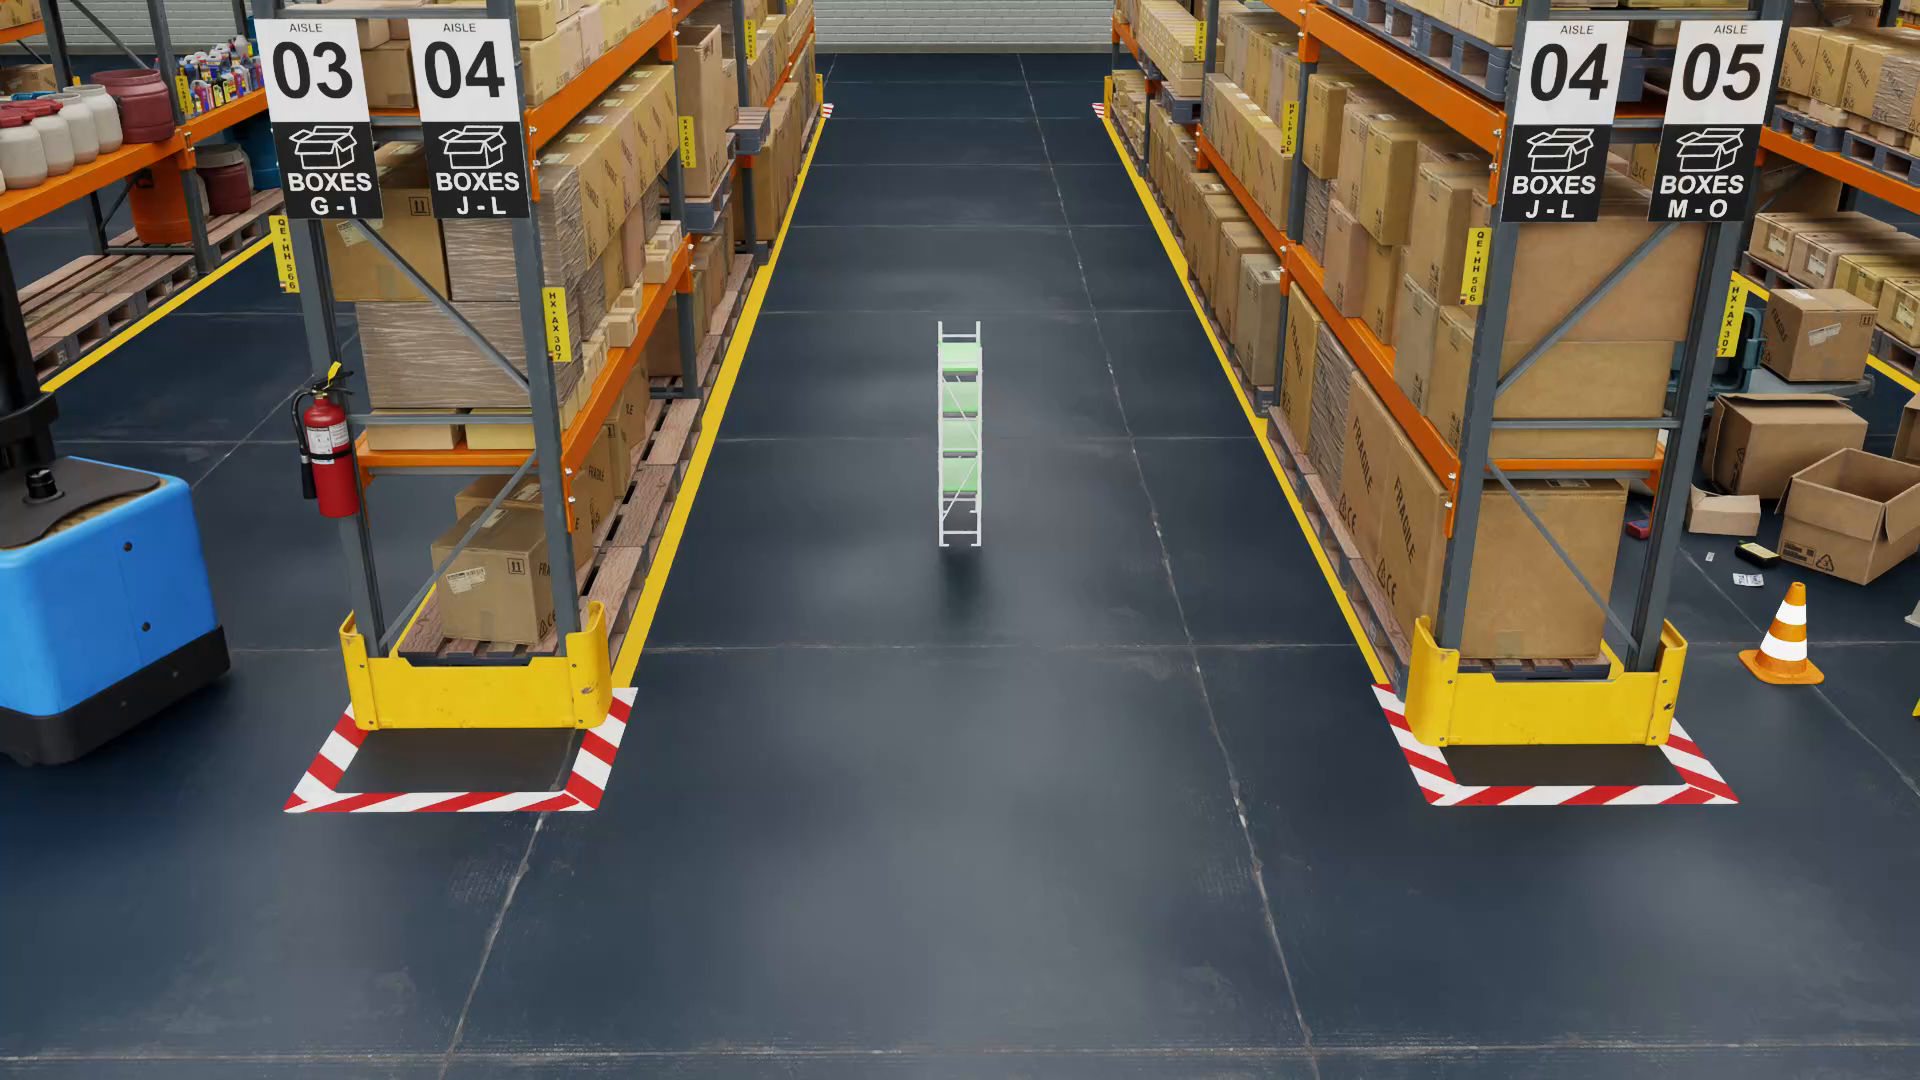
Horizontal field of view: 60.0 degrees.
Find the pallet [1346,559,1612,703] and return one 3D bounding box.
[{"bbox_3d":[2.610,0.441,8.519,1.003,0.211,1.213,0,24,-1],"label":"pallet"}]

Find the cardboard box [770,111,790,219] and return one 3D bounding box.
[{"bbox_3d":[-2.340,-3.691,16.340,1.225,0.875,0.875,0,24,0],"label":"cardboard box"}]

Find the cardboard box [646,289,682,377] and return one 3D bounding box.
[{"bbox_3d":[-2.293,-1.483,11.888,0.700,0.500,0.500,-2,24,-5],"label":"cardboard box"}]

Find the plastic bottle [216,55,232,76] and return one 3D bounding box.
[{"bbox_3d":[-7.149,-4.532,16.191,0.144,0.351,0.185,0,24,-1],"label":"plastic bottle"}]

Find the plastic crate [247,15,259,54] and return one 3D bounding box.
[{"bbox_3d":[-7.693,-5.653,18.556,0.392,0.384,0.575,0,24,-1],"label":"plastic crate"}]

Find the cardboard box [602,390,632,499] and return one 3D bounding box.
[{"bbox_3d":[-2.244,-0.564,9.881,0.500,0.500,0.500,-2,24,-5],"label":"cardboard box"}]

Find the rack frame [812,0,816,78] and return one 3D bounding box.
[{"bbox_3d":[-2.438,-7.113,21.837,1.000,3.000,0.127,0,24,-1],"label":"rack frame"}]

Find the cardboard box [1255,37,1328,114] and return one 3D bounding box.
[{"bbox_3d":[2.625,-3.483,12.475,0.700,0.500,0.500,0,24,-1],"label":"cardboard box"}]

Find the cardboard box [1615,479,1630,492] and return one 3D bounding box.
[{"bbox_3d":[3.697,-0.376,9.971,0.500,0.500,0.500,4,25,9],"label":"cardboard box"}]

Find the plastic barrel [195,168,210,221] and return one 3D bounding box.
[{"bbox_3d":[-7.422,-3.286,15.884,0.421,0.512,0.421,0,24,0],"label":"plastic barrel"}]

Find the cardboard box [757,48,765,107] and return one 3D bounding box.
[{"bbox_3d":[-2.092,-4.276,15.443,0.500,0.500,0.500,-1,24,-2],"label":"cardboard box"}]

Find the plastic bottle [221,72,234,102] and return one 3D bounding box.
[{"bbox_3d":[-6.968,-4.304,15.782,0.097,0.271,0.097,0,24,0],"label":"plastic bottle"}]

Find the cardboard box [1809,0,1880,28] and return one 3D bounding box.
[{"bbox_3d":[7.798,-4.566,14.871,0.500,0.500,0.500,-1,24,-2],"label":"cardboard box"}]

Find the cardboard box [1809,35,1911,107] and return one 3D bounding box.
[{"bbox_3d":[7.345,-3.832,13.591,0.500,0.500,0.500,1,24,2],"label":"cardboard box"}]

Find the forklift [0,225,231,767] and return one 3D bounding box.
[{"bbox_3d":[-5.155,-0.704,7.749,3.031,2.935,1.130,10,26,21],"label":"forklift"}]

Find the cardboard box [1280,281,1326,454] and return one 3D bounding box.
[{"bbox_3d":[2.590,-1.112,10.638,0.875,0.875,0.875,0,24,0],"label":"cardboard box"}]

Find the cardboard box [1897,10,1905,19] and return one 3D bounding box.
[{"bbox_3d":[12.250,-6.717,21.267,0.380,0.149,0.250,-1,24,-1],"label":"cardboard box"}]

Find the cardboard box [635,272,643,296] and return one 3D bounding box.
[{"bbox_3d":[-2.047,-1.451,9.623,0.380,0.149,0.250,0,24,-1],"label":"cardboard box"}]

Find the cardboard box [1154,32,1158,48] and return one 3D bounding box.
[{"bbox_3d":[2.130,-4.953,16.494,0.380,0.149,0.250,-1,24,-1],"label":"cardboard box"}]

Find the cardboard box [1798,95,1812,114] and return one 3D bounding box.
[{"bbox_3d":[7.346,-3.686,14.056,0.380,0.149,0.250,-2,24,-4],"label":"cardboard box"}]

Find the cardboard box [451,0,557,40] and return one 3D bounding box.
[{"bbox_3d":[-1.942,-2.222,7.080,0.380,0.149,0.250,0,24,1],"label":"cardboard box"}]

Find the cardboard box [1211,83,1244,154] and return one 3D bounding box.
[{"bbox_3d":[2.353,-3.447,13.610,0.500,0.500,0.500,0,24,-1],"label":"cardboard box"}]

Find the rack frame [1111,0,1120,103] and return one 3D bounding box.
[{"bbox_3d":[2.523,-7.093,21.794,1.000,3.000,0.127,0,24,-1],"label":"rack frame"}]

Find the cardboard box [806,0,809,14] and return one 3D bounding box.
[{"bbox_3d":[-2.163,-6.772,20.905,0.500,0.250,0.500,-1,24,-1],"label":"cardboard box"}]

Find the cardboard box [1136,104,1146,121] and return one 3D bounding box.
[{"bbox_3d":[2.250,-4.962,19.308,0.380,0.149,0.250,0,24,-1],"label":"cardboard box"}]

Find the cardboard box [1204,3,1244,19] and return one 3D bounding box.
[{"bbox_3d":[2.770,-5.518,17.383,0.380,0.149,0.250,-1,24,-2],"label":"cardboard box"}]

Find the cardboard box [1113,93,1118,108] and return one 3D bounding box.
[{"bbox_3d":[2.208,-5.768,21.814,0.380,0.149,0.250,0,24,1],"label":"cardboard box"}]

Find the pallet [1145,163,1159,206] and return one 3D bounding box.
[{"bbox_3d":[2.576,-3.854,18.015,1.003,0.211,1.213,0,24,-1],"label":"pallet"}]

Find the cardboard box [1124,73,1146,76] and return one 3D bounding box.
[{"bbox_3d":[2.312,-5.926,21.441,0.380,0.149,0.250,0,24,0],"label":"cardboard box"}]

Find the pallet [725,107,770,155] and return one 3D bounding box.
[{"bbox_3d":[-2.237,-3.436,13.939,1.213,0.211,1.003,0,24,-1],"label":"pallet"}]

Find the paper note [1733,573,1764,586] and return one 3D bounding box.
[{"bbox_3d":[4.378,0.217,9.236,0.144,0.017,0.142,8,26,18],"label":"paper note"}]

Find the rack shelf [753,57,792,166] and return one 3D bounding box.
[{"bbox_3d":[-2.373,-4.313,16.518,1.077,0.370,4.000,0,24,-1],"label":"rack shelf"}]

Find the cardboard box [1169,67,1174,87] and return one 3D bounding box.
[{"bbox_3d":[2.141,-4.283,15.376,0.380,0.149,0.250,0,24,0],"label":"cardboard box"}]

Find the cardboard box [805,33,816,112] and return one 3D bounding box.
[{"bbox_3d":[-2.351,-6.073,21.606,0.875,0.875,0.875,0,24,-1],"label":"cardboard box"}]

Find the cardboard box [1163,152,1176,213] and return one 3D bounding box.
[{"bbox_3d":[2.317,-3.551,16.485,0.500,0.500,0.500,-1,24,-3],"label":"cardboard box"}]

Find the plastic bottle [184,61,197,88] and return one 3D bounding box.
[{"bbox_3d":[-7.590,-4.587,16.407,0.097,0.271,0.097,0,24,0],"label":"plastic bottle"}]

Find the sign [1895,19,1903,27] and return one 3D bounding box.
[{"bbox_3d":[8.101,-4.359,14.438,0.100,0.325,0.005,0,24,-1],"label":"sign"}]

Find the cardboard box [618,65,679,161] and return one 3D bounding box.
[{"bbox_3d":[-2.027,-2.620,10.208,0.500,0.500,0.500,0,24,-1],"label":"cardboard box"}]

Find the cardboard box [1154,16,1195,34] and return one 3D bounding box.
[{"bbox_3d":[2.126,-5.096,16.451,0.380,0.149,0.250,1,24,1],"label":"cardboard box"}]

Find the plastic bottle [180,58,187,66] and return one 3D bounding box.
[{"bbox_3d":[-7.737,-4.666,16.583,0.097,0.271,0.097,0,24,0],"label":"plastic bottle"}]

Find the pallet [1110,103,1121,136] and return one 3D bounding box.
[{"bbox_3d":[2.497,-5.457,21.559,1.003,0.211,1.213,0,24,-1],"label":"pallet"}]

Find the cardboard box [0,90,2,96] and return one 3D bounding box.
[{"bbox_3d":[-12.616,-5.586,21.264,0.500,0.250,0.500,0,24,-1],"label":"cardboard box"}]

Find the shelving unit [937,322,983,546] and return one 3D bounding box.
[{"bbox_3d":[-0.002,-0.615,9.654,0.258,1.200,0.503,0,24,-1],"label":"shelving unit"}]

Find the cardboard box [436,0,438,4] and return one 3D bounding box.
[{"bbox_3d":[-2.482,-2.539,7.781,0.380,0.149,0.250,0,24,0],"label":"cardboard box"}]

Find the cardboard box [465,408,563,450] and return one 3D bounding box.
[{"bbox_3d":[-2.028,-0.524,7.573,0.380,0.149,0.250,0,24,-1],"label":"cardboard box"}]

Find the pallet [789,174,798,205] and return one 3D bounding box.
[{"bbox_3d":[-2.311,-3.876,18.065,1.003,0.211,1.213,0,24,-1],"label":"pallet"}]

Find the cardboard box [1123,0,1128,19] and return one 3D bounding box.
[{"bbox_3d":[2.275,-6.666,20.366,0.500,0.500,0.500,0,24,0],"label":"cardboard box"}]

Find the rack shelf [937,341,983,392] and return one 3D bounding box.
[{"bbox_3d":[-0.002,-0.994,9.482,0.258,0.148,0.480,0,24,-1],"label":"rack shelf"}]

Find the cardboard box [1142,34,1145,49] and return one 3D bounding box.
[{"bbox_3d":[2.119,-5.243,17.499,0.380,0.149,0.250,0,24,0],"label":"cardboard box"}]

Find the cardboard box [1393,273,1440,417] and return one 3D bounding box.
[{"bbox_3d":[2.620,-0.948,8.024,0.875,0.550,0.550,0,24,-1],"label":"cardboard box"}]

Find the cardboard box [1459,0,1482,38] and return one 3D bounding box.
[{"bbox_3d":[2.353,-2.229,7.072,0.380,0.149,0.250,0,24,0],"label":"cardboard box"}]

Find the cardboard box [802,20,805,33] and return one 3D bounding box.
[{"bbox_3d":[-2.089,-6.223,20.174,0.380,0.149,0.250,0,24,0],"label":"cardboard box"}]

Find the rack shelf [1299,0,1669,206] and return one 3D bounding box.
[{"bbox_3d":[2.675,-2.363,8.569,1.077,0.370,4.000,0,24,-1],"label":"rack shelf"}]

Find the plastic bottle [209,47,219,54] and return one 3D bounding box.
[{"bbox_3d":[-7.745,-4.992,17.305,0.097,0.271,0.097,0,24,0],"label":"plastic bottle"}]

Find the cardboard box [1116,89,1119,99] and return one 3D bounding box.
[{"bbox_3d":[2.218,-5.791,21.503,0.380,0.149,0.250,0,24,-1],"label":"cardboard box"}]
